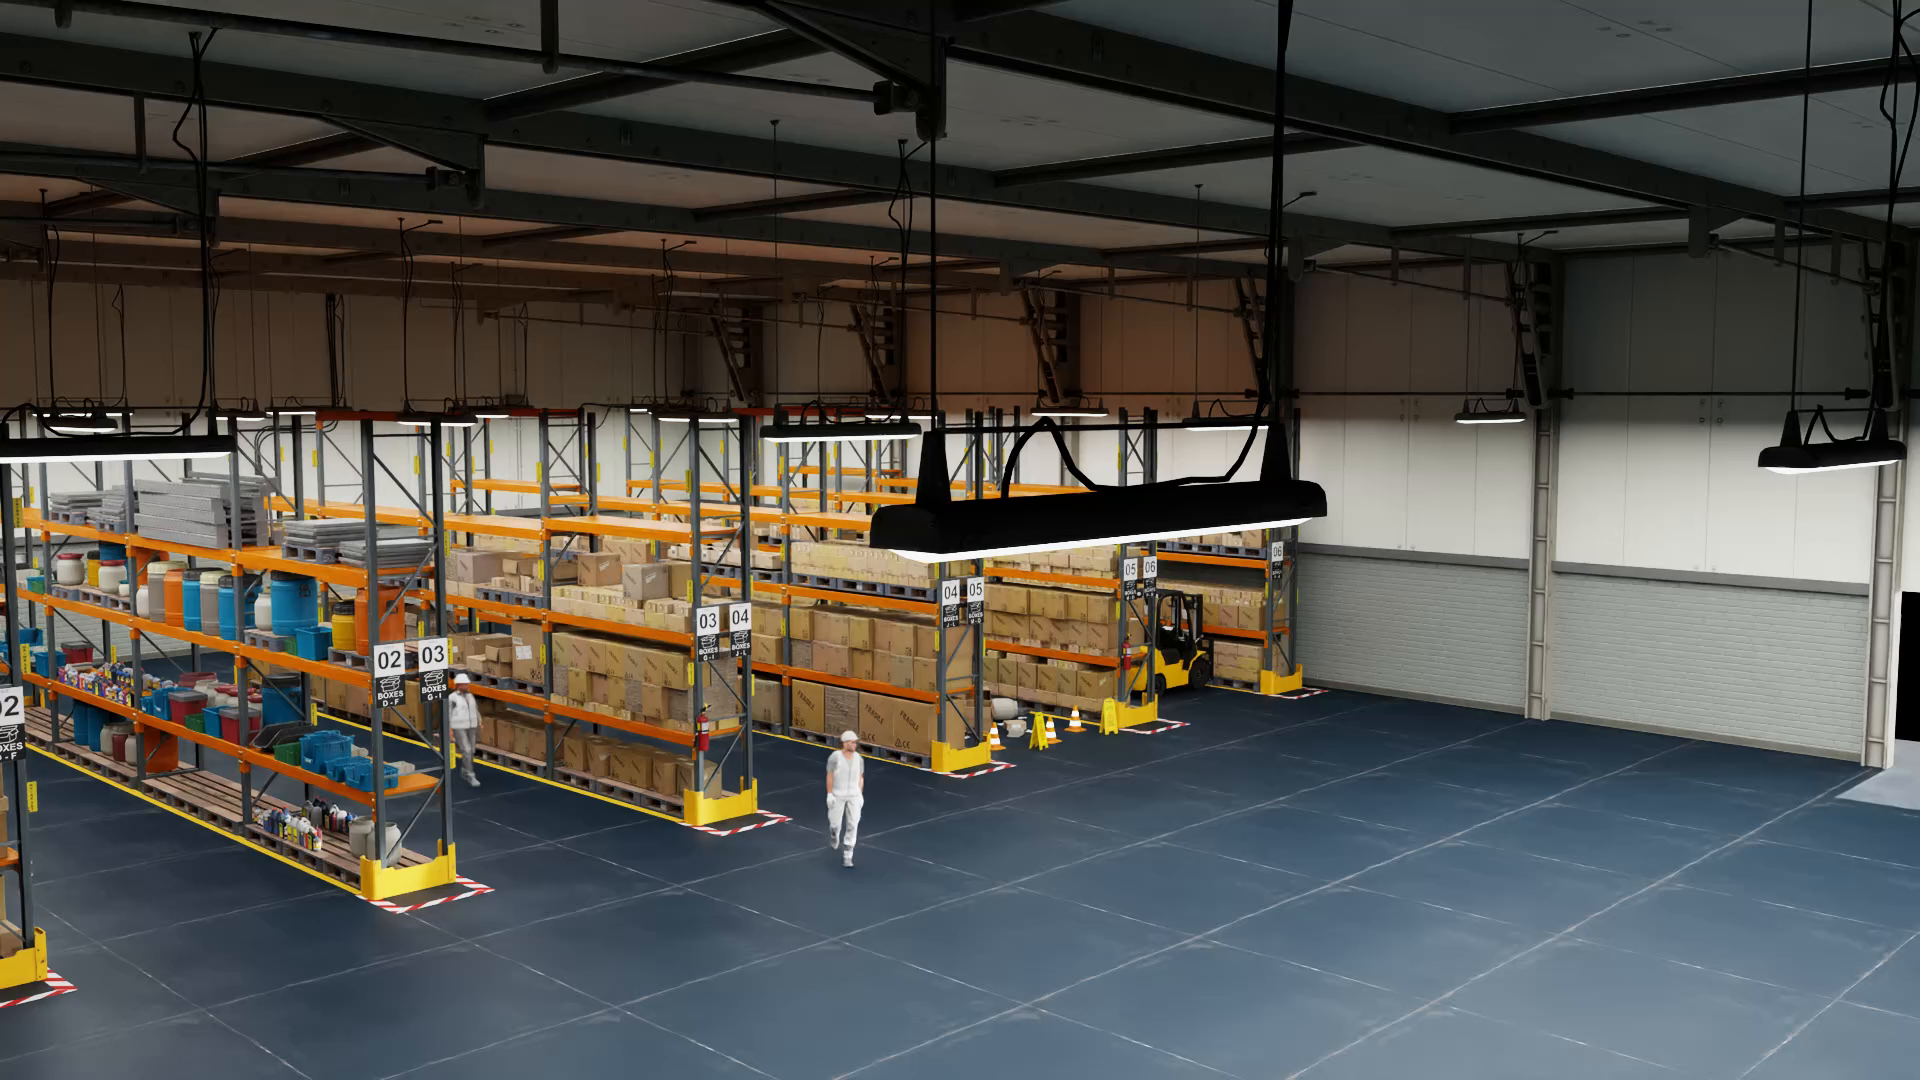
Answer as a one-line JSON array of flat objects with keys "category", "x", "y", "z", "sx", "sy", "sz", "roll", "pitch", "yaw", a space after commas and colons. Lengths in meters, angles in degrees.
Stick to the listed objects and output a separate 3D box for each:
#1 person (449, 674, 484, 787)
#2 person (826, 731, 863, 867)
[{"category": "person", "x": -7.961, "y": 3.078, "z": 27.022, "sx": 0.752, "sy": 1.773, "sz": 0.570, "roll": 4, "pitch": 6, "yaw": 35}, {"category": "person", "x": -1.544, "y": 3.458, "z": 22.365, "sx": 0.576, "sy": 1.772, "sz": 0.662, "roll": -2, "pitch": 5, "yaw": -22}]
